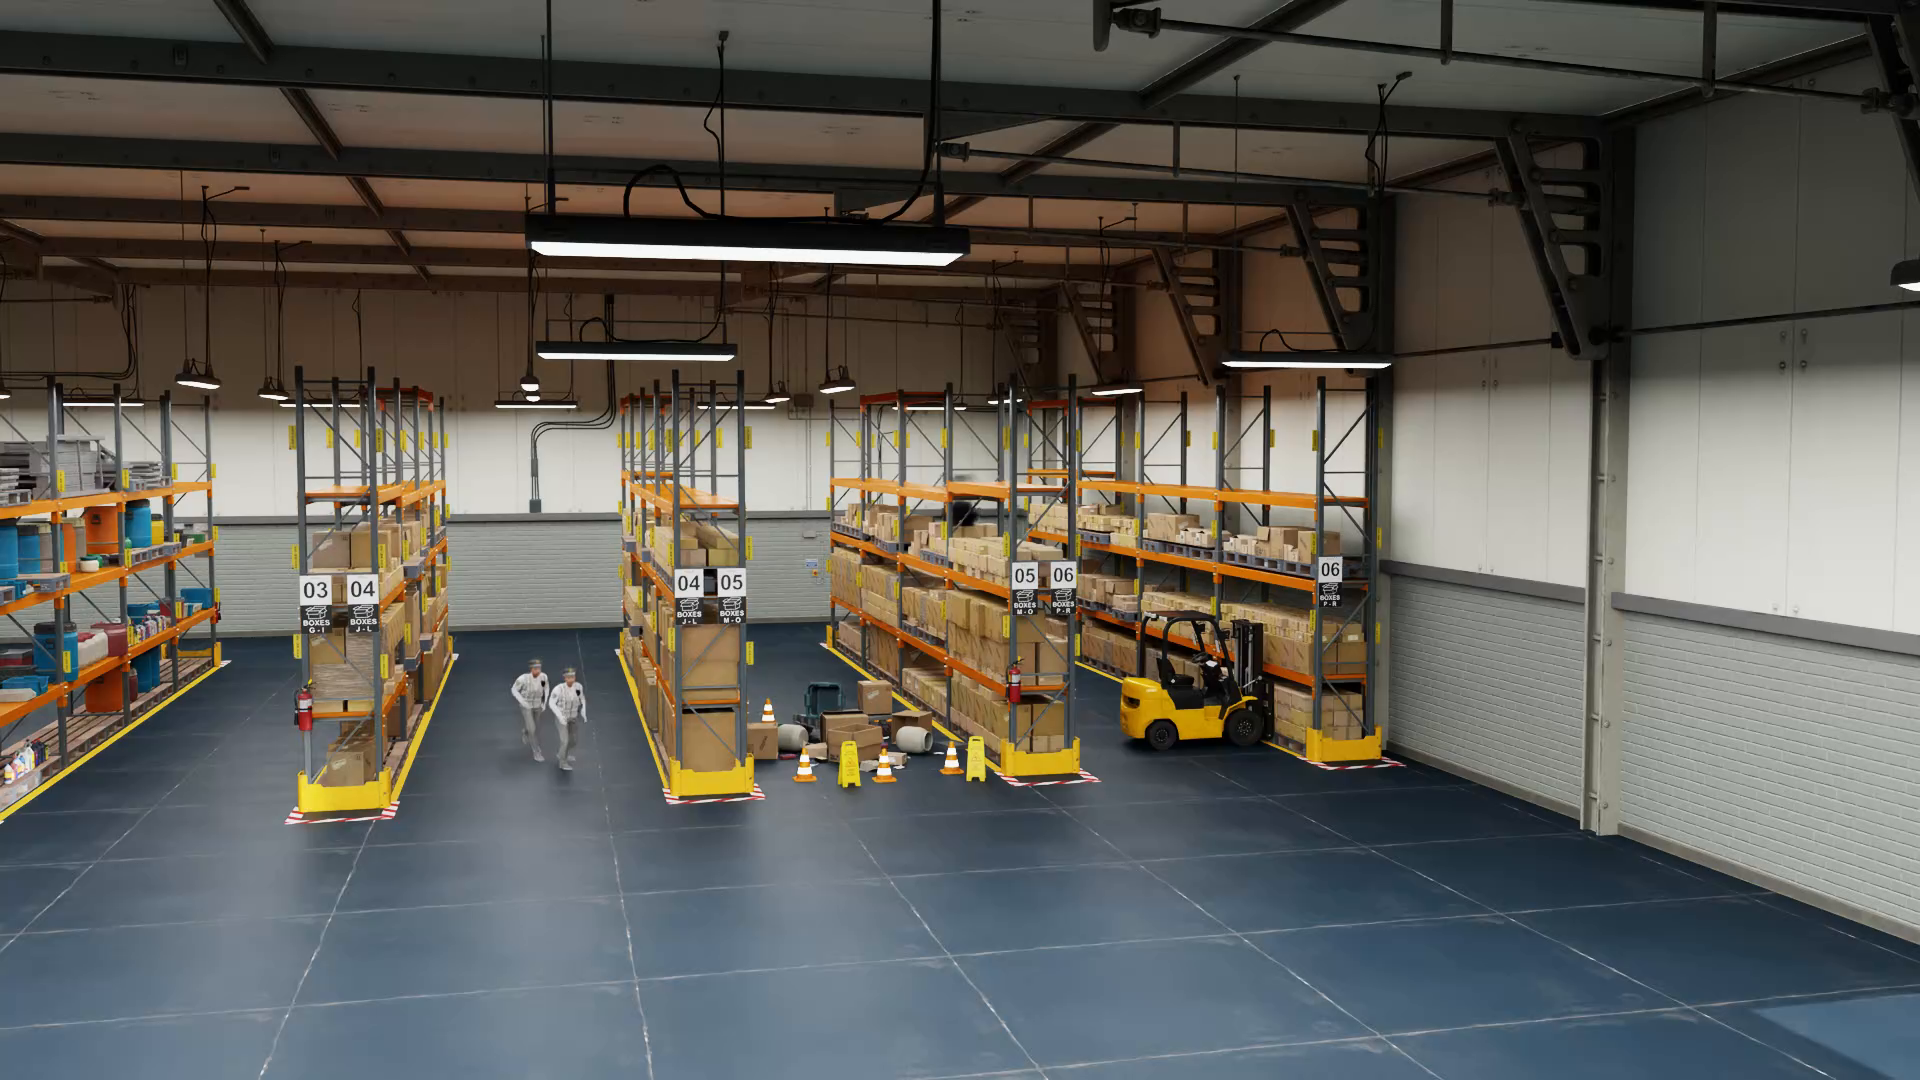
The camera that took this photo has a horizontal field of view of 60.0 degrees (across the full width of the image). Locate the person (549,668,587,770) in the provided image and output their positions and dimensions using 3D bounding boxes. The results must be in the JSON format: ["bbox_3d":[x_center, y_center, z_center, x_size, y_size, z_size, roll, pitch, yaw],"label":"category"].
[{"bbox_3d":[-6.028,2.697,25.346,0.598,1.589,0.784,-3,5,-42],"label":"person"}]

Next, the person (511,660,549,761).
[{"bbox_3d":[-6.776,2.659,26.209,0.617,1.636,0.787,-2,4,-27],"label":"person"}]

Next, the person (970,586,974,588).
[{"bbox_3d":[0.335,1.878,37.990,0.630,1.747,0.833,-2,4,-33],"label":"person"}]
